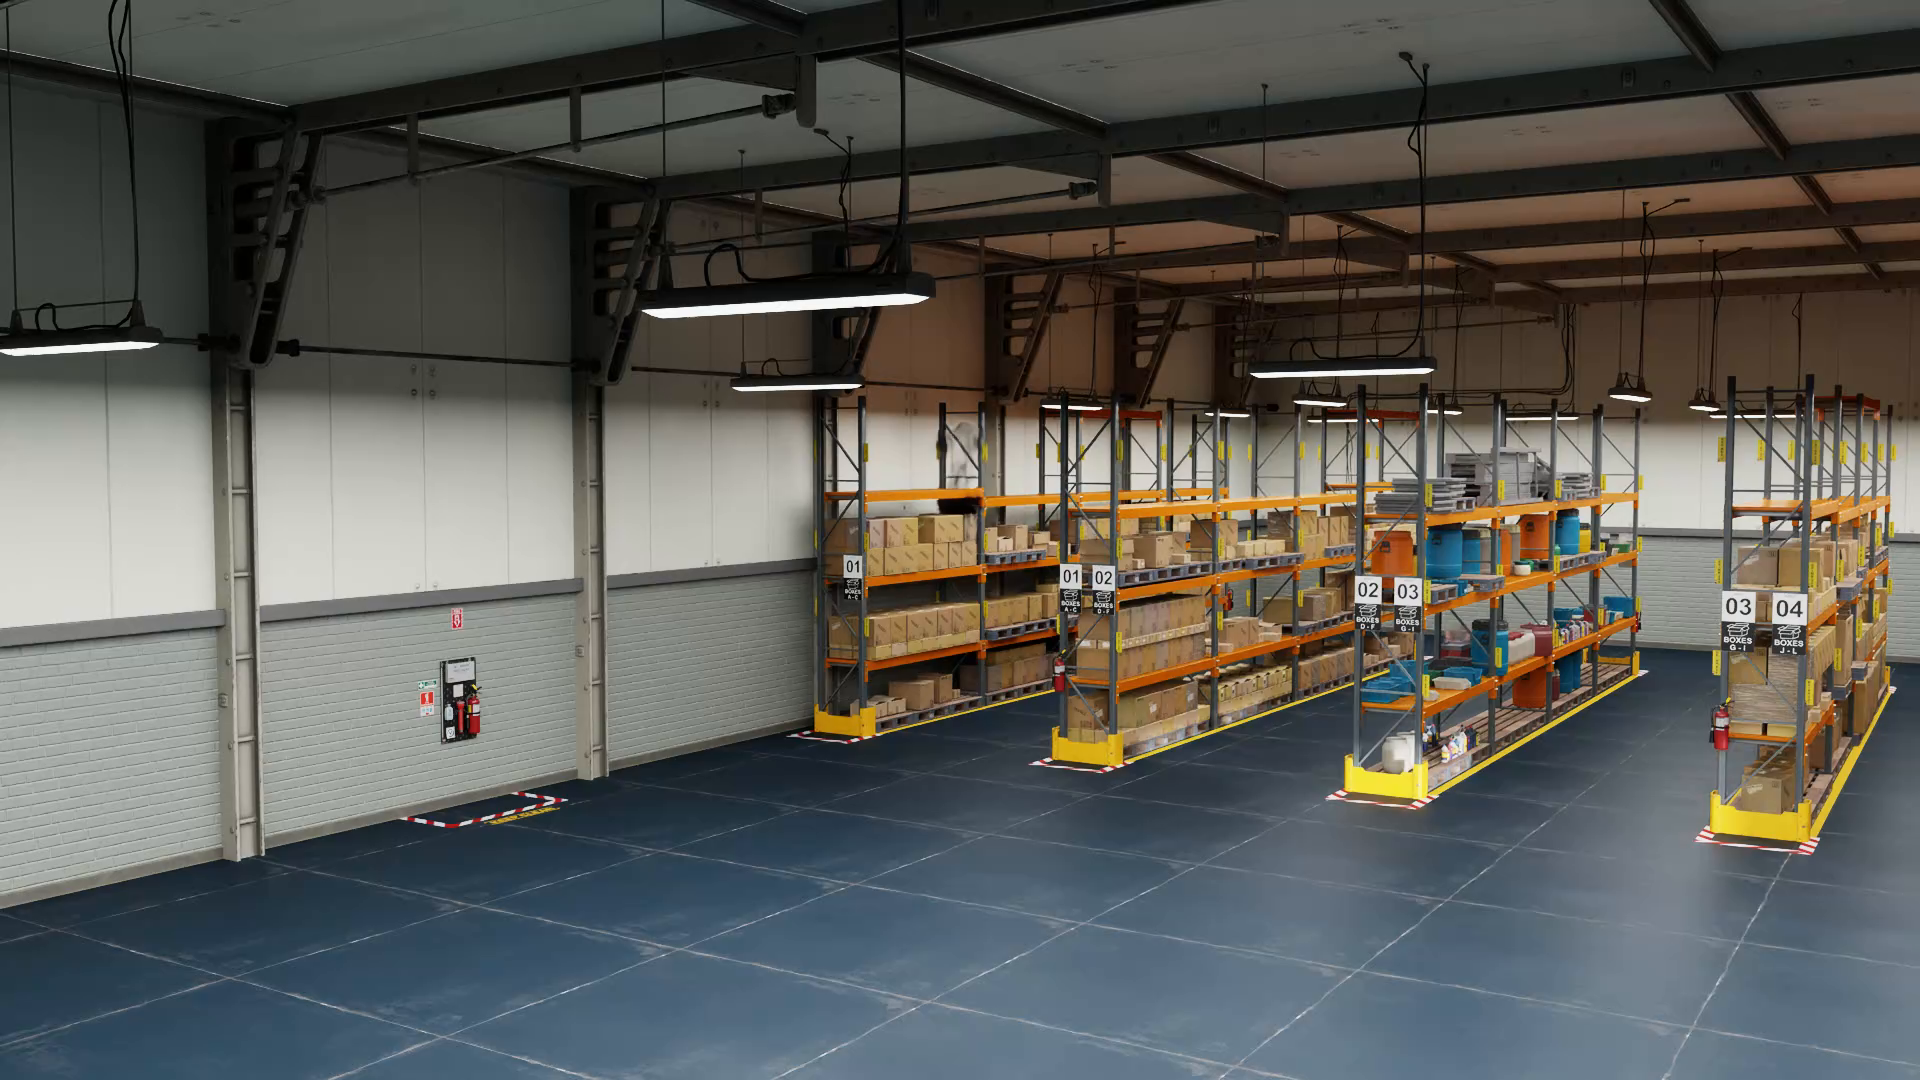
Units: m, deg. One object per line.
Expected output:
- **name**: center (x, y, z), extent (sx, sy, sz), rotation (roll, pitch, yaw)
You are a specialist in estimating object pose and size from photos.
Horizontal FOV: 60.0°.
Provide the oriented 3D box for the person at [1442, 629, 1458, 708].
- **person**: center (9.504, 2.516, 32.276), extent (0.511, 1.585, 0.639), rotation (2, 4, 33)
